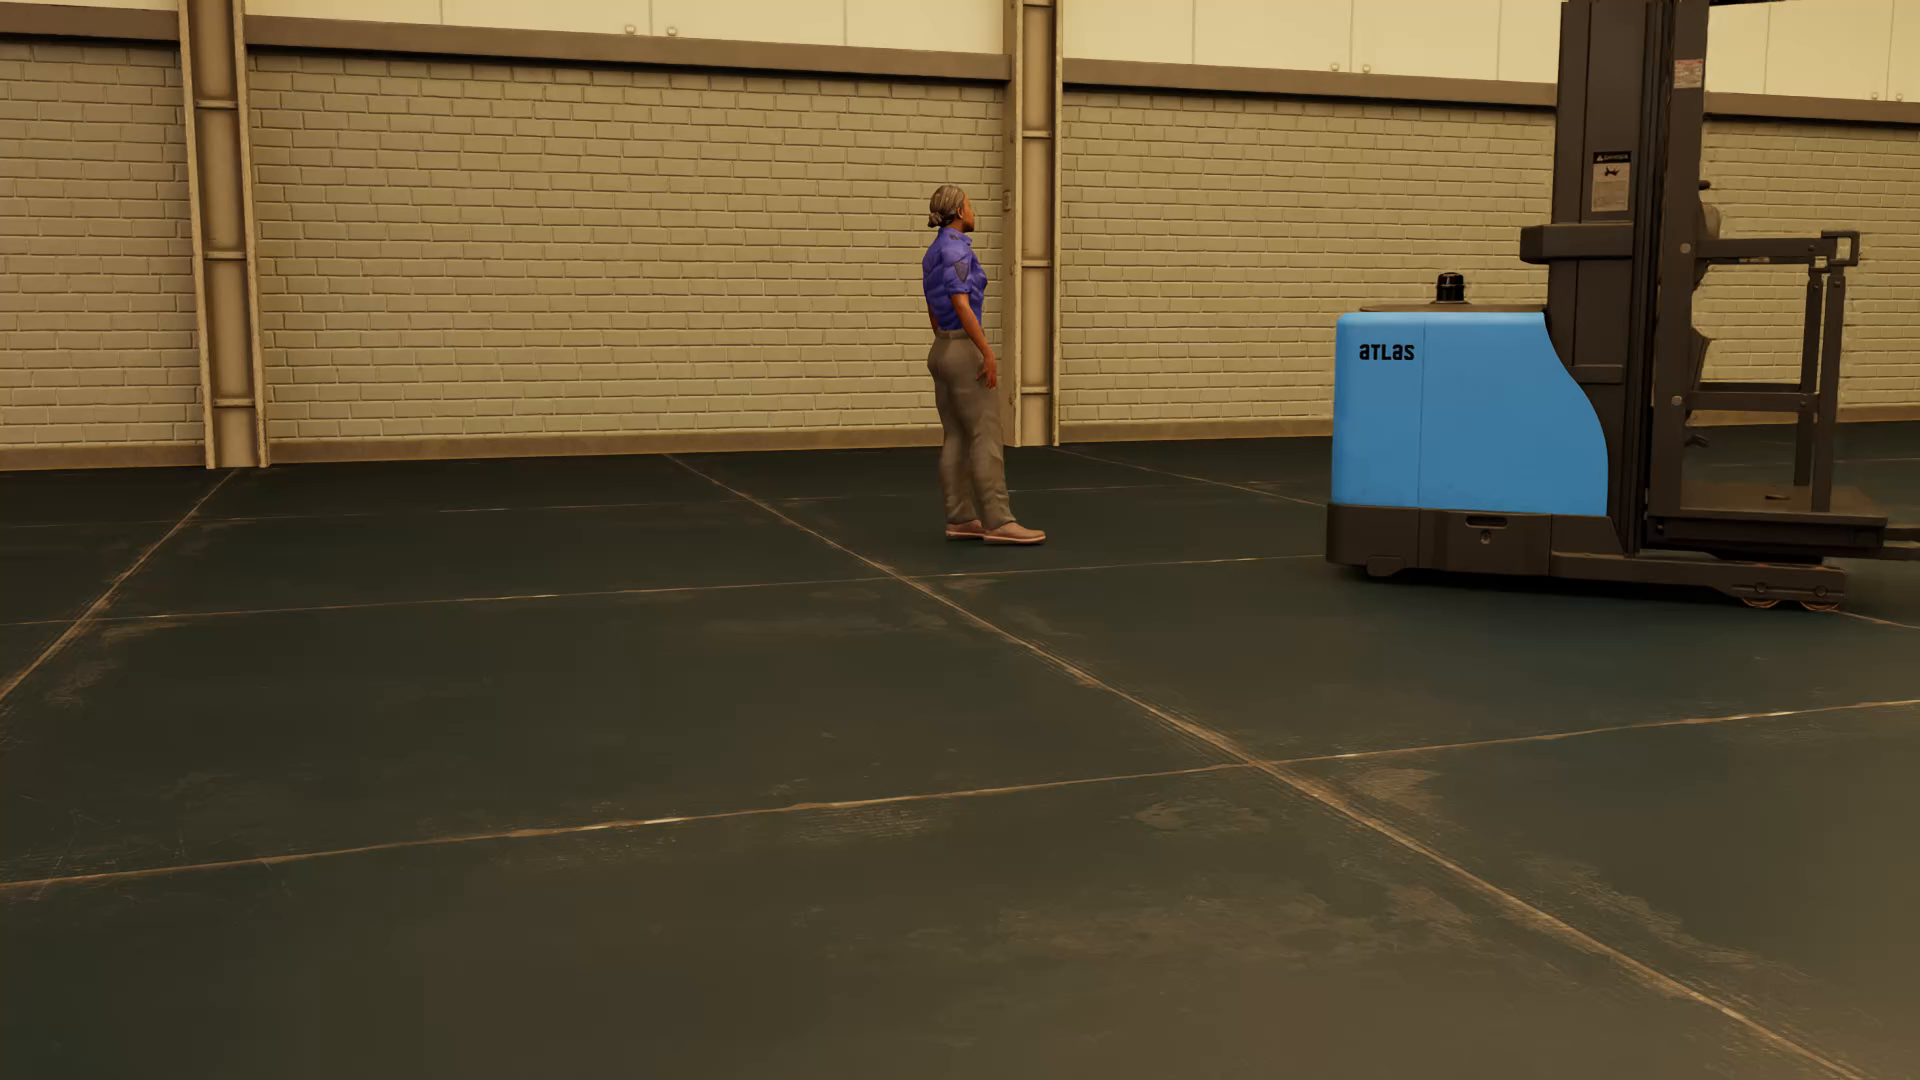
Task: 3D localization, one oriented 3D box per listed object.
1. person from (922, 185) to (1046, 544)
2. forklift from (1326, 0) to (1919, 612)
[{"bbox_3d":[0.089,-0.828,7.821,0.504,1.654,0.570,-3,8,-18],"label":"person"},{"bbox_3d":[3.054,-1.272,6.403,3.031,2.935,1.130,3,8,23],"label":"forklift"}]
